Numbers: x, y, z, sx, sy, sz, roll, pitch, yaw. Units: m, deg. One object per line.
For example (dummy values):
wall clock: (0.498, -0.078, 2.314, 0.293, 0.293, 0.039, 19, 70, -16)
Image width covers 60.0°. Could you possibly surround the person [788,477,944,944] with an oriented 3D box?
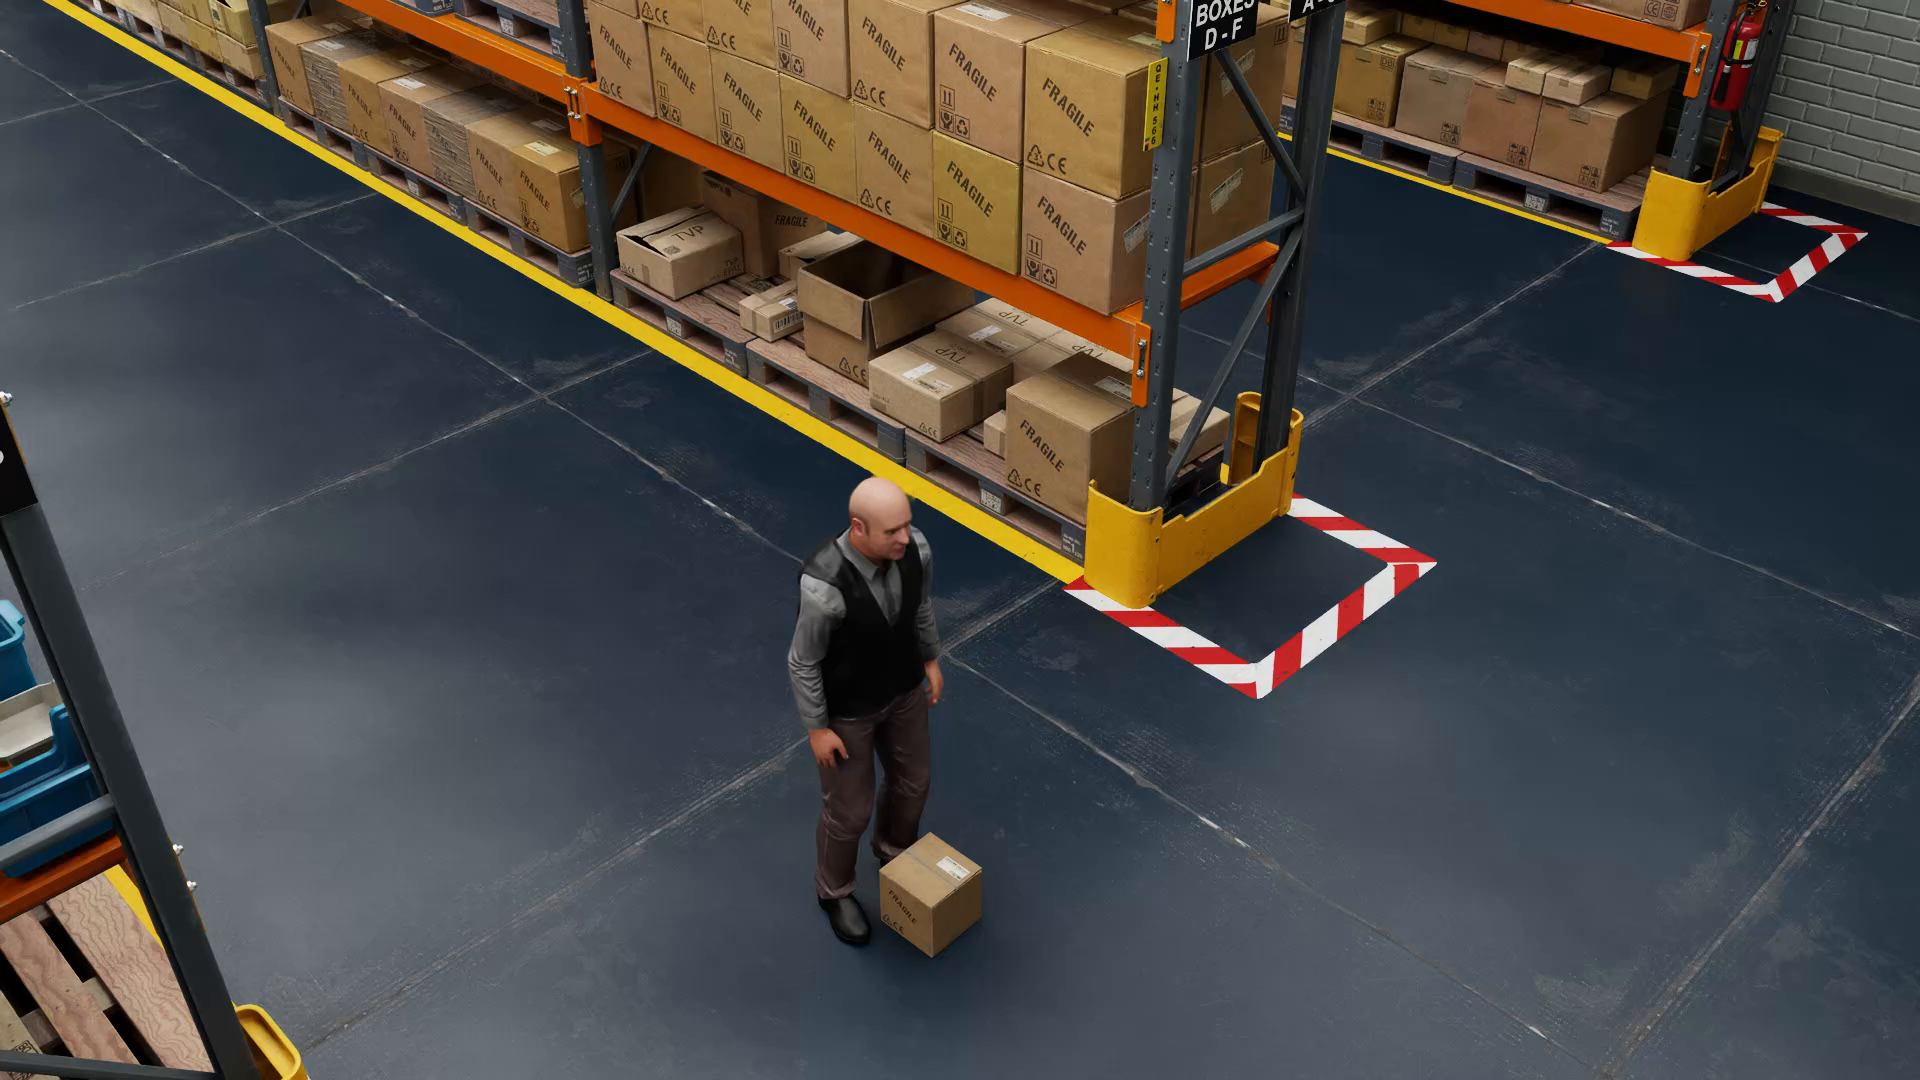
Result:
person: (-0.290, 0.517, 5.434, 0.580, 1.722, 0.460, -30, 45, -35)
